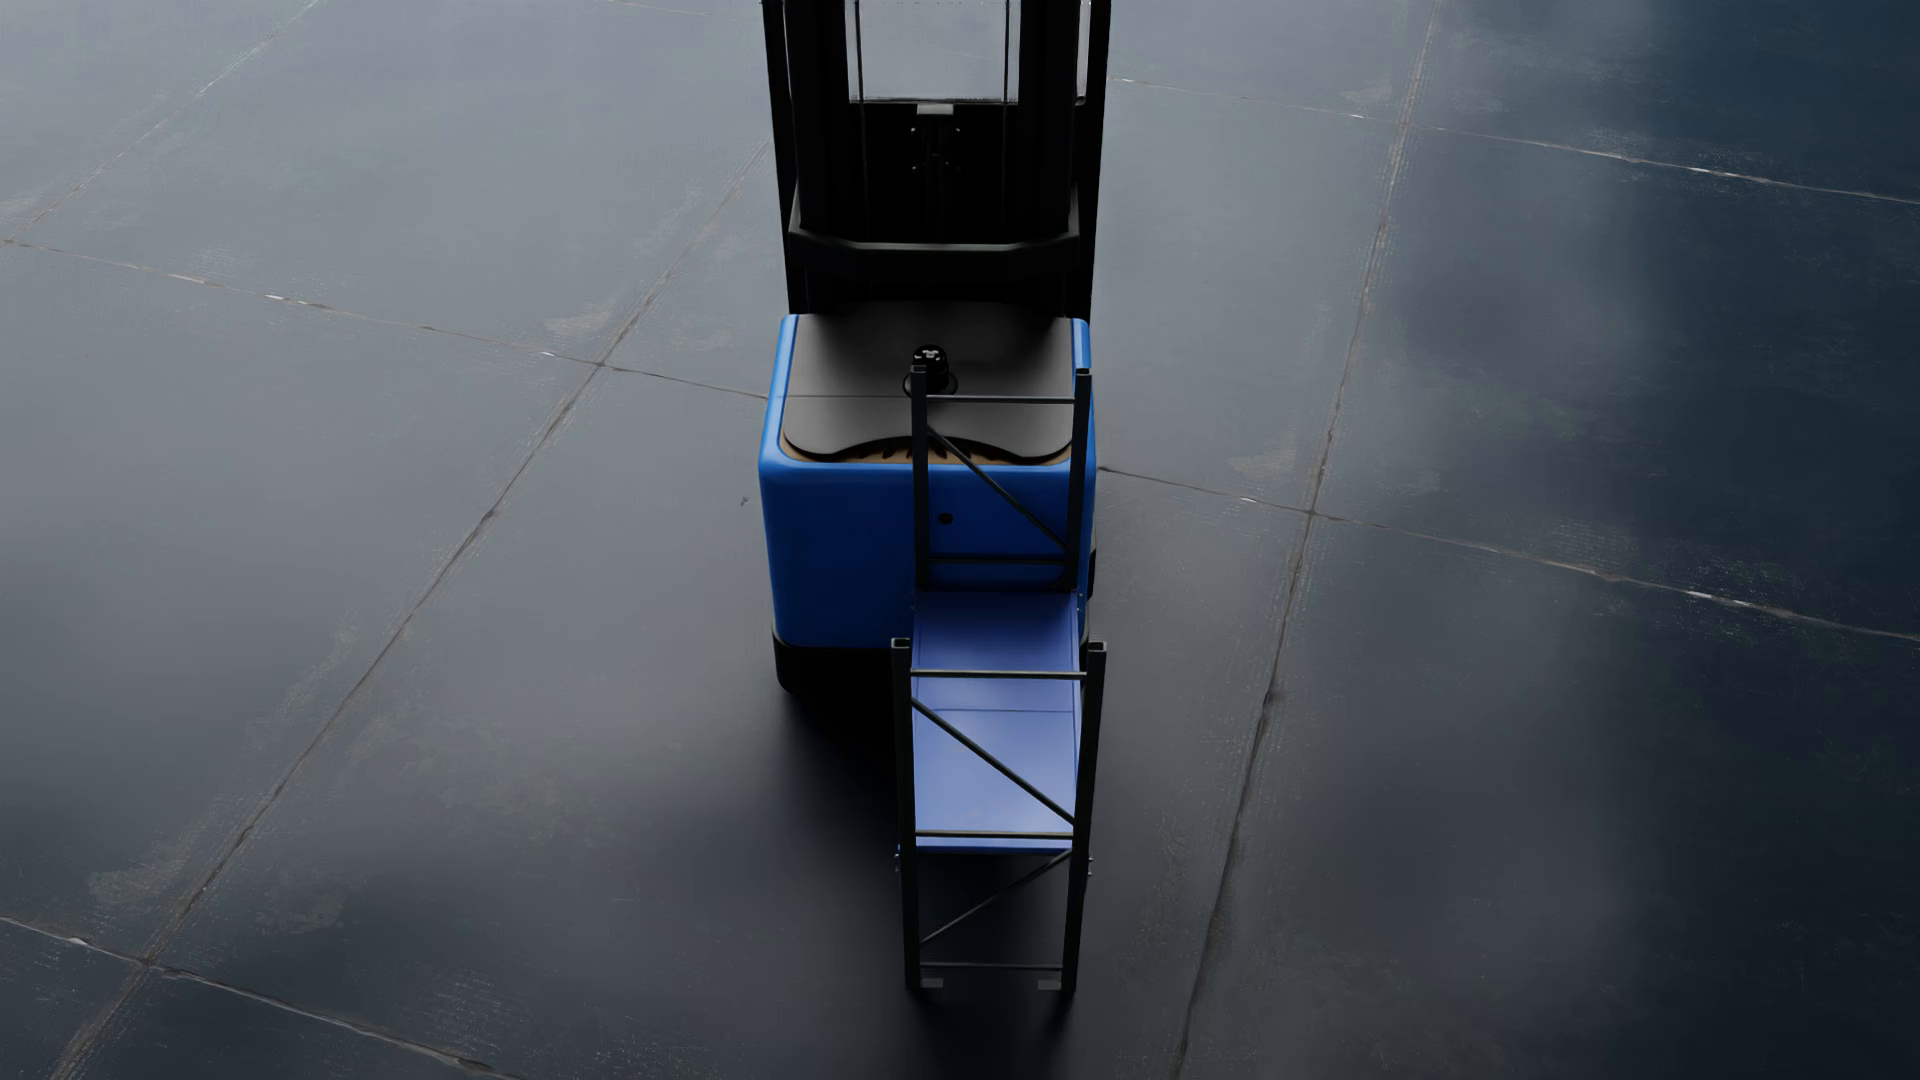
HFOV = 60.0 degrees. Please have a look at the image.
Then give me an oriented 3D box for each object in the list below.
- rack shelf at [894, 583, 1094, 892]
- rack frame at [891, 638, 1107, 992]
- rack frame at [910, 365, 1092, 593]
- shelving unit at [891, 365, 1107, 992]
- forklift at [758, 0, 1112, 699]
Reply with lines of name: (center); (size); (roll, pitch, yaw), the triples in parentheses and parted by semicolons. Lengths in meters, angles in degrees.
rack shelf: (0.102, 0.552, 4.871); (0.538, 0.185, 1.000); (1, 44, 1)
rack frame: (0.090, 0.779, 4.382); (0.500, 1.500, 0.032); (1, 44, 1)
rack frame: (0.113, 0.068, 5.108); (0.500, 1.500, 0.032); (1, 44, 1)
shelving unit: (0.102, 0.423, 4.745); (0.538, 1.500, 1.048); (1, 44, 1)
forklift: (-0.067, -1.518, 5.706); (1.130, 2.935, 3.031); (1, 44, 1)
